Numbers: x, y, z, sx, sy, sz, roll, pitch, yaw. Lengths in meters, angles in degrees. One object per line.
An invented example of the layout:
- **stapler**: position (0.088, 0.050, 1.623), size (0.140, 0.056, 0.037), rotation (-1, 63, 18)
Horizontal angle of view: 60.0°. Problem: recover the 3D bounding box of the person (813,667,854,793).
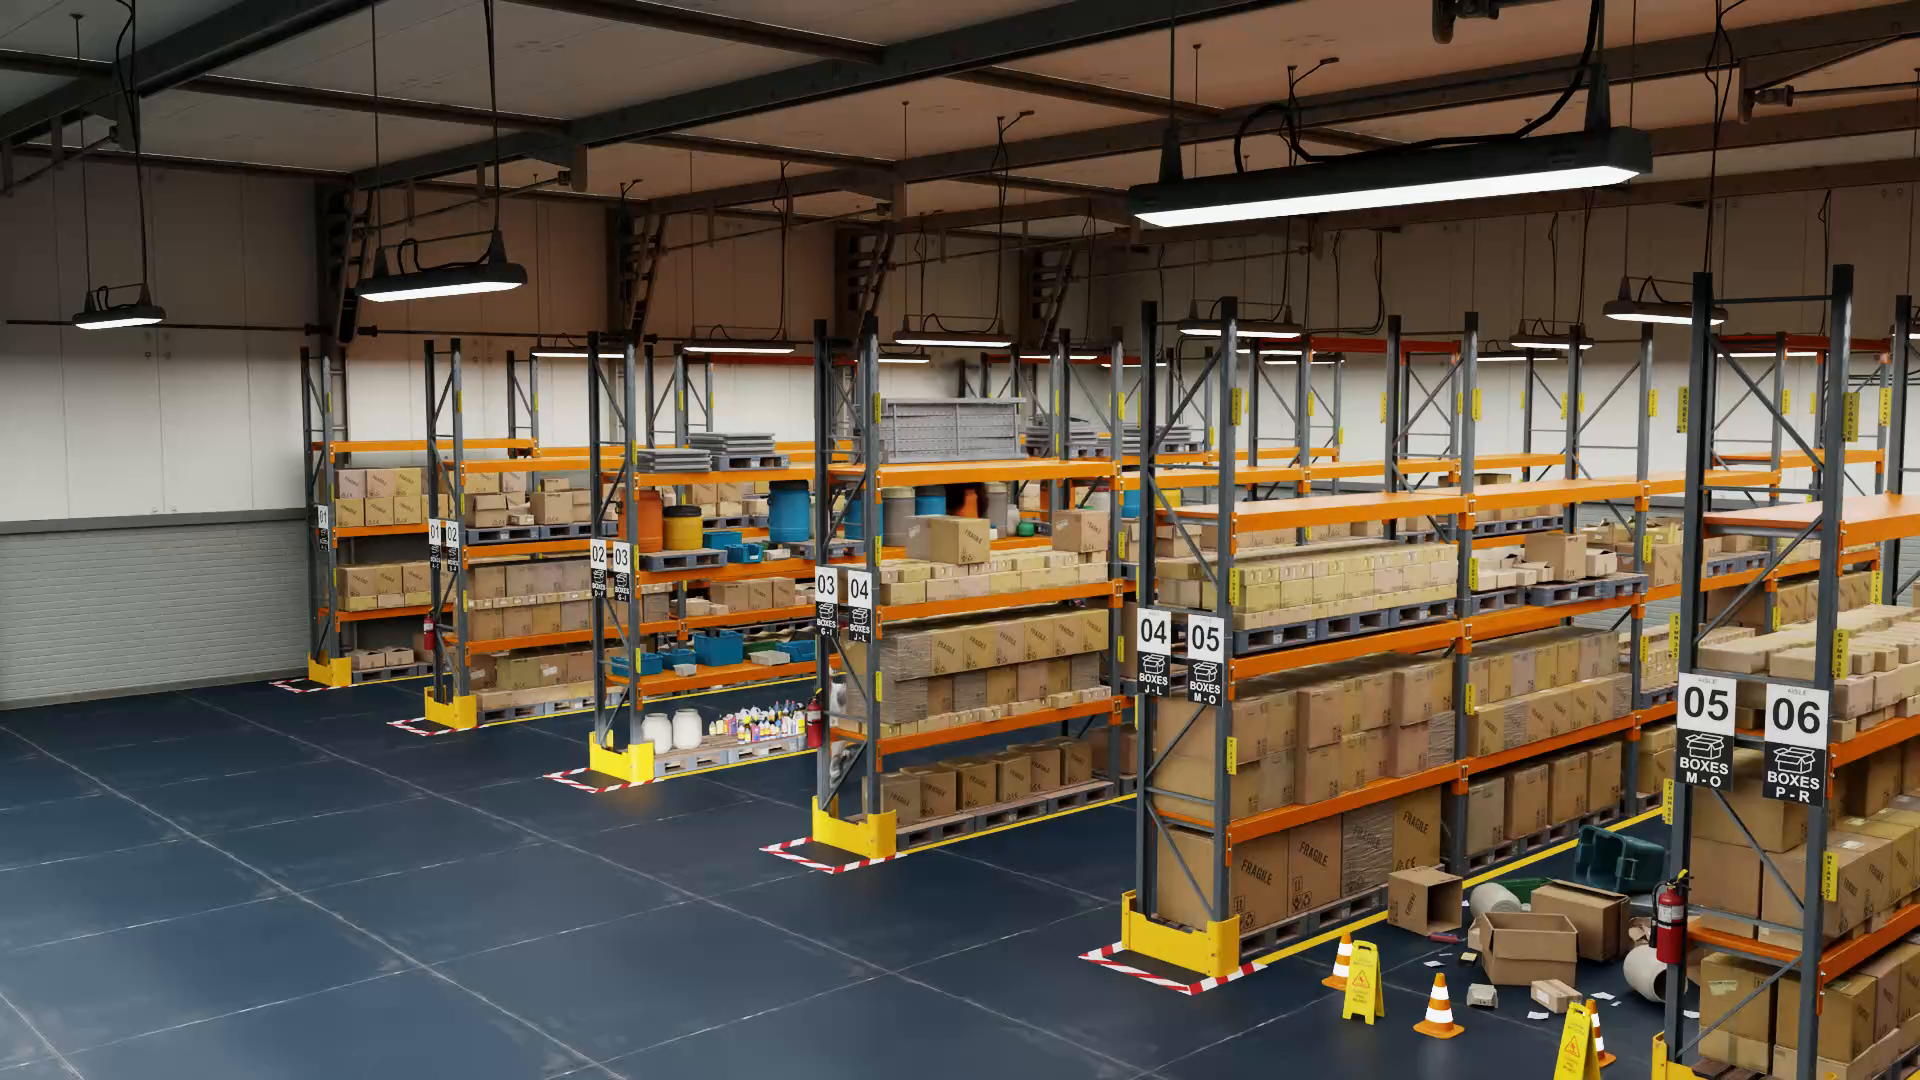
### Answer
- **person**: position (-1.597, 2.440, 21.514), size (0.655, 1.716, 0.831), rotation (2, 5, 24)
